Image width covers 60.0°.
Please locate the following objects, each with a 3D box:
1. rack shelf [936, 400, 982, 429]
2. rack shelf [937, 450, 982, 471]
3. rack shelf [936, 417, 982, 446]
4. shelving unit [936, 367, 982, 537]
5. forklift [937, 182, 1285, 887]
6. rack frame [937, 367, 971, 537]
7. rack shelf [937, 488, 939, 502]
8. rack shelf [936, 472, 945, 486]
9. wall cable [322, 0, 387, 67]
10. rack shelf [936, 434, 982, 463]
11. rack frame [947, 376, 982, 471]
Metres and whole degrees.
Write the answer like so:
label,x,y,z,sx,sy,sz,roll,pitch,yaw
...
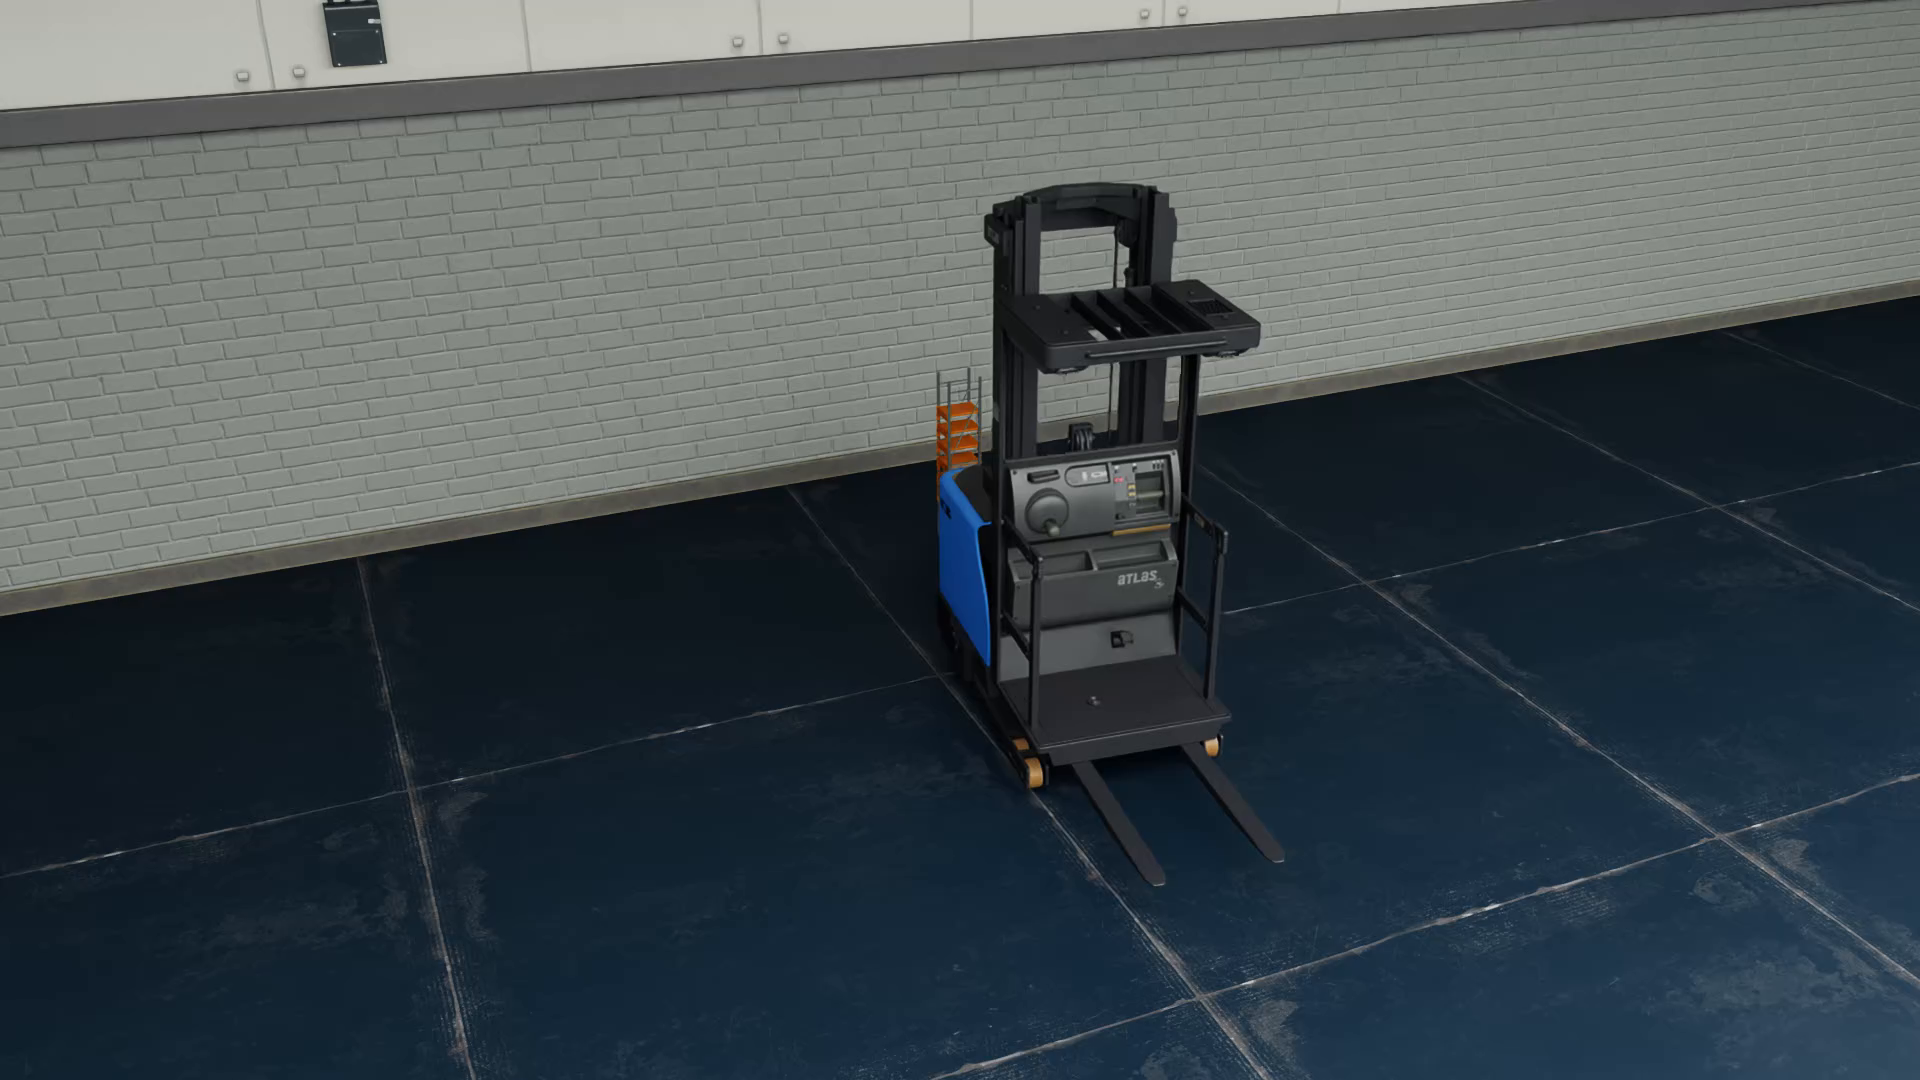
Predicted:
label,x,y,z,sx,sy,sz,roll,pitch,yaw
rack shelf,-0.006,-0.829,11.006,0.258,0.103,0.180,-11,28,-21
rack shelf,-0.006,-0.505,11.164,0.258,0.103,0.180,-11,28,-21
rack shelf,-0.006,-0.721,11.059,0.258,0.103,0.180,-11,28,-21
shelving unit,-0.006,-0.545,11.145,0.258,1.200,0.189,-11,28,-21
forklift,0.773,-0.206,8.478,1.130,2.935,3.031,-8,27,-15
rack frame,-0.042,-0.582,11.220,0.240,1.200,0.006,-11,28,-21
rack shelf,-0.006,-0.289,11.270,0.258,0.103,0.180,-11,28,-21
rack shelf,-0.006,-0.397,11.217,0.258,0.103,0.180,-11,28,-21
wall cable,-2.653,-5.701,8.941,2.305,6.003,0.169,-11,28,-21
rack shelf,-0.006,-0.613,11.112,0.258,0.103,0.180,-11,28,-21
rack frame,0.030,-0.508,11.069,0.240,1.200,0.006,-11,28,-21
